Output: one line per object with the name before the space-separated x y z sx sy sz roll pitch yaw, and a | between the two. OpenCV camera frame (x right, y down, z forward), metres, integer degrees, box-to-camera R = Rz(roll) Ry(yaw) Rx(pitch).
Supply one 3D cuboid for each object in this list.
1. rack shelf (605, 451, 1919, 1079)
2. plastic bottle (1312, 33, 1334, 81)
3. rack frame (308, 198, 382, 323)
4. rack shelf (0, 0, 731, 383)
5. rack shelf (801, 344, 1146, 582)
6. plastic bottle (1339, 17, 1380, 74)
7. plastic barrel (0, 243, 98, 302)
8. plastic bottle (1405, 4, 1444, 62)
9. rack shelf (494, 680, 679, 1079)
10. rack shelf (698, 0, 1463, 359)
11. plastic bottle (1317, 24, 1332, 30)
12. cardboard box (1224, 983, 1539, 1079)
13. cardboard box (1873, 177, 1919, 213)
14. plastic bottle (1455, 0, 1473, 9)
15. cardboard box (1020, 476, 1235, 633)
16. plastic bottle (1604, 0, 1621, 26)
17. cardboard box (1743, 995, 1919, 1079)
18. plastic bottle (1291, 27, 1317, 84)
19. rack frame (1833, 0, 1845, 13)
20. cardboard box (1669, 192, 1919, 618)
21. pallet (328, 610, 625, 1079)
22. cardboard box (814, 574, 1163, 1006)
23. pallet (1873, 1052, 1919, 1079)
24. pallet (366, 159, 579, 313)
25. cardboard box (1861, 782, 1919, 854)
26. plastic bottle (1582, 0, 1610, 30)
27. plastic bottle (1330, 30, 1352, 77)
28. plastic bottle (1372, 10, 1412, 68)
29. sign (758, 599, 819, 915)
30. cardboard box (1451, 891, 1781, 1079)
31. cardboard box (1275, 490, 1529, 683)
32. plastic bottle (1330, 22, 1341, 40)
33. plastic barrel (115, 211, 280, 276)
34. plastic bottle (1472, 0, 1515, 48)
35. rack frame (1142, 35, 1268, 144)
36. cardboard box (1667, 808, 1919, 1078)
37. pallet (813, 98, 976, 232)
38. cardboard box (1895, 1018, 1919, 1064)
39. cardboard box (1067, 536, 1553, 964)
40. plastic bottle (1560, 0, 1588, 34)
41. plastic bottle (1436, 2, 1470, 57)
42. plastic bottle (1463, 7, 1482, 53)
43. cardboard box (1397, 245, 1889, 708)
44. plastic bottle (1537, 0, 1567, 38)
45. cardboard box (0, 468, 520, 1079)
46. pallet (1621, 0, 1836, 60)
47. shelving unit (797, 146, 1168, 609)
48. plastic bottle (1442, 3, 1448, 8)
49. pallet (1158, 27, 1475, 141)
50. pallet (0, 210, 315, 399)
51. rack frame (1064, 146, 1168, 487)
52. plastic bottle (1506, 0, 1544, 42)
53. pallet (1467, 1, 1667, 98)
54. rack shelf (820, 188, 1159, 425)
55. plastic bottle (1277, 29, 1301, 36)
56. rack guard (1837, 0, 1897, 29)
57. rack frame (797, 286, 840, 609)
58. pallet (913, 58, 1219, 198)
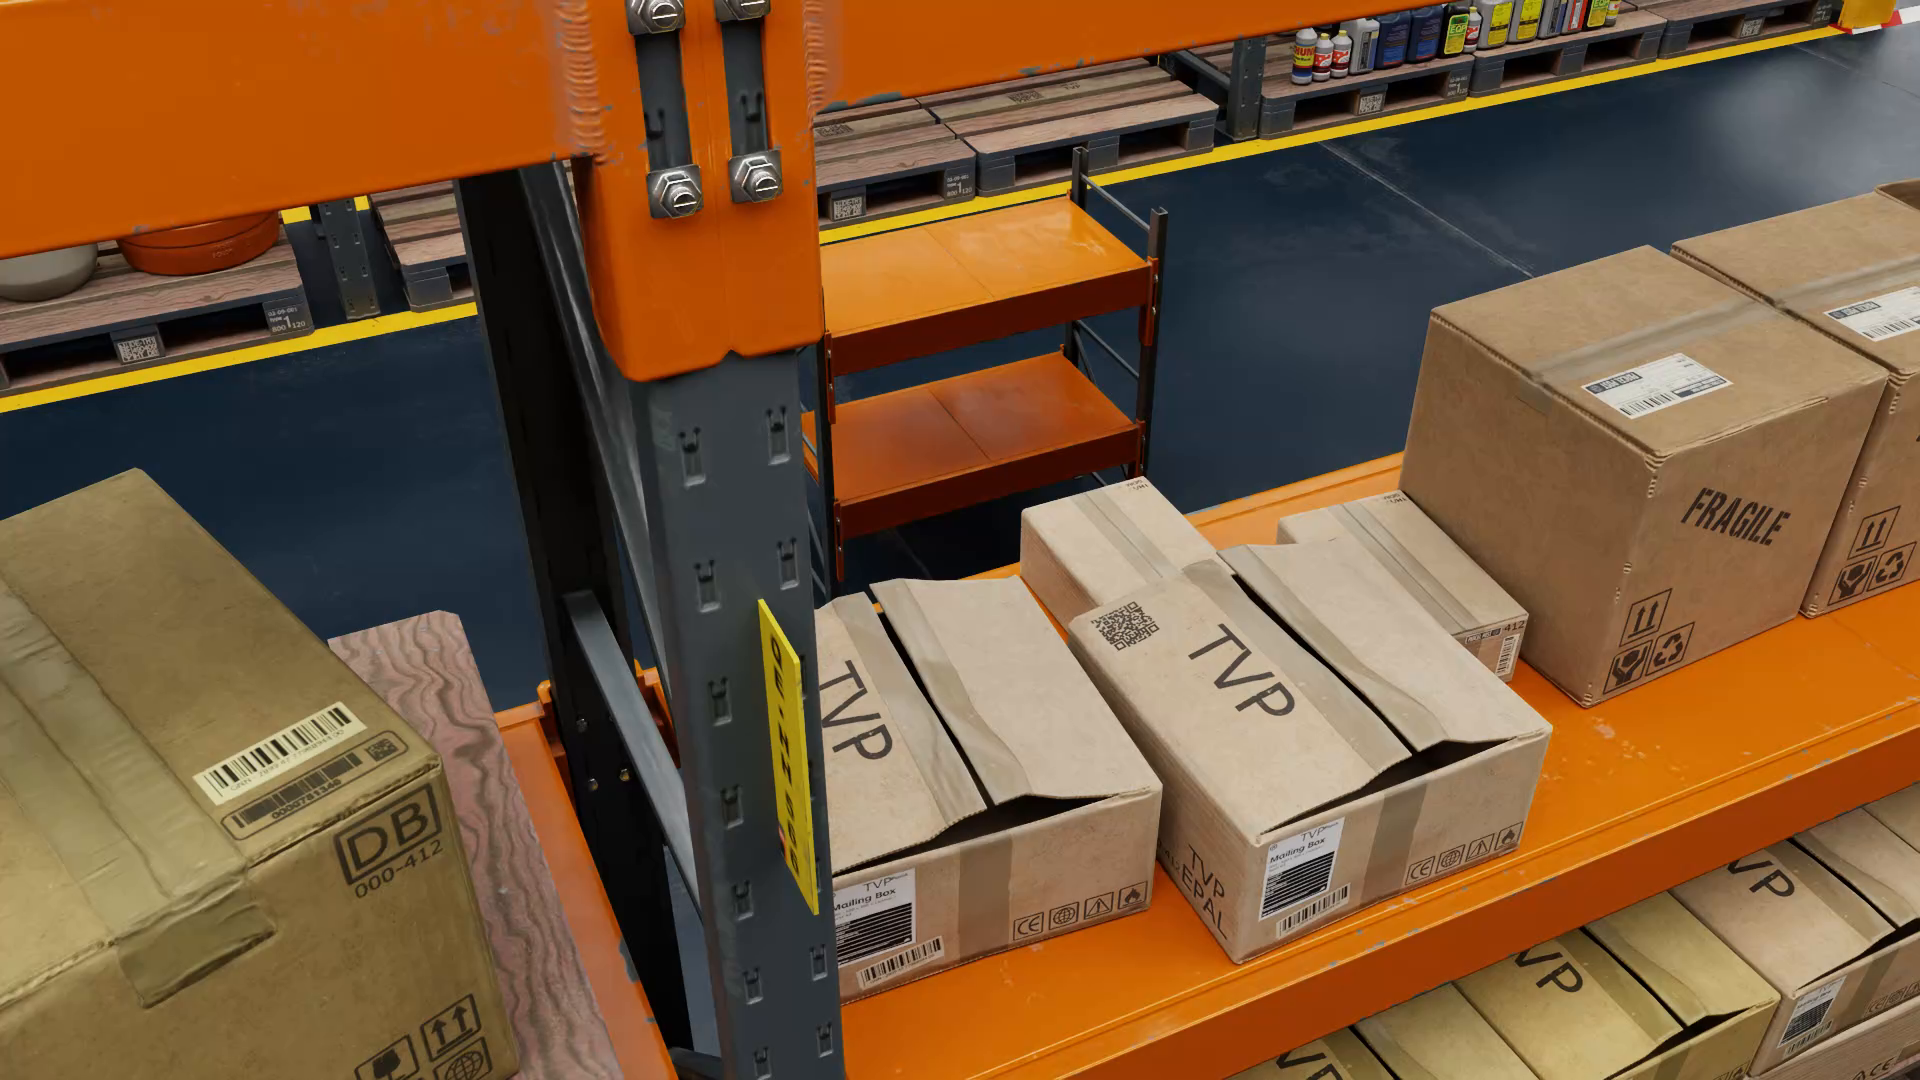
rack shelf | 1.412 0.133 3.157 4.000 0.370 1.077 -16 39 -20
plastic bottle | 1.688 -2.258 7.756 0.097 0.201 0.097 0 37 0
rack frame | -2.500 -2.322 5.863 0.127 3.000 1.000 -16 39 -20
rack shelf | -2.209 -0.060 0.899 4.000 0.370 1.077 -16 39 -20
rack shelf | -0.006 -0.254 5.058 1.000 0.278 0.538 -16 39 -20
plastic bottle | 1.877 -2.358 7.829 0.135 0.276 0.152 -14 39 -18
plastic barrel | -3.409 -1.168 6.042 0.421 0.512 0.421 0 37 0
plastic bottle | 2.199 -2.476 7.925 0.185 0.351 0.144 -17 40 -22
rack shelf | -2.209 1.145 1.792 4.000 0.370 1.077 -16 39 -20
rack shelf | 1.412 -1.072 2.264 4.000 0.370 1.077 -16 39 -20
plastic bottle | 1.841 -2.711 8.304 0.135 0.276 0.152 -16 39 -20
cardboard box | 0.672 0.949 2.938 0.500 0.311 0.500 -17 40 -21
cardboard box | 2.043 -0.384 3.166 0.500 0.500 0.500 -13 38 -17
plastic bottle | 2.498 -2.627 8.191 0.135 0.276 0.152 -16 39 -20
cardboard box | 0.298 0.074 2.843 0.250 0.149 0.380 -16 39 -20
plastic bottle | 3.266 -2.699 8.350 0.097 0.201 0.097 0 37 0
cardboard box | 1.587 0.919 3.448 0.500 0.250 0.500 -15 39 -19
plastic bottle | 1.596 -2.260 7.700 0.097 0.271 0.097 0 37 0
rack frame | 4.742 -4.347 8.593 0.127 3.000 1.000 -16 39 -20
cardboard box | 1.590 -0.257 2.995 0.500 0.500 0.500 -16 39 -20
pallet | -0.983 0.636 2.035 1.003 0.211 1.213 -16 39 -20
cardboard box | -0.051 0.317 2.379 0.500 0.311 0.500 -13 39 -17
pallet | 1.466 0.976 3.757 1.213 0.211 1.003 -16 39 -20
pallet | -1.782 -1.378 6.930 1.213 0.211 1.003 -16 39 -20
cardboard box | 2.056 0.565 3.455 0.500 0.311 0.500 -16 39 -20
plastic bottle | 3.168 -2.692 8.273 0.133 0.283 0.061 -15 39 -19
plastic bottle | 1.780 -2.283 7.790 0.097 0.201 0.097 0 37 0
plastic bottle | 2.028 -2.428 7.860 0.185 0.351 0.144 -15 39 -19
sign | -0.160 0.207 1.548 0.005 0.325 0.100 -16 39 -20
cardboard box | 1.135 0.821 3.110 0.500 0.311 0.500 -17 40 -21
cardboard box | 0.732 0.098 2.811 0.250 0.149 0.380 -13 38 -17
plastic bottle | 1.831 -2.419 7.904 0.133 0.283 0.061 -16 39 -20
plastic barrel | -2.936 -1.486 6.205 0.708 0.830 0.600 -16 39 -20
plastic bottle | 2.584 -2.584 8.070 0.185 0.351 0.144 -16 39 -20
rack frame | 1.121 -3.335 7.228 0.127 3.000 1.000 -16 39 -20
cardboard box | 1.600 0.690 3.286 0.500 0.311 0.500 -16 39 -21
pallet | -0.679 -1.684 7.343 1.213 0.211 1.003 -16 39 -20
cardboard box | 2.048 0.791 3.621 0.500 0.250 0.500 -15 39 -19
cardboard box | 0.493 0.264 2.451 0.500 0.311 0.500 -16 39 -20
plastic bottle | 3.026 -2.680 8.262 0.135 0.276 0.152 -15 39 -20
plastic bottle | 2.366 -2.468 7.971 0.133 0.283 0.061 -14 39 -18
plastic bottle | 2.465 -2.475 8.049 0.097 0.201 0.097 0 37 0
cardboard box | 1.113 -0.124 2.815 0.500 0.500 0.500 -18 40 -22
plastic bottle | 2.900 -2.645 8.215 0.135 0.276 0.152 -17 40 -21
cardboard box | -0.921 0.361 1.809 0.500 0.500 0.700 -30 46 -34
pallet | 3.955 -2.980 9.091 1.213 0.211 1.003 -16 39 -20
shelving unit | -0.006 -0.450 4.913 1.048 1.125 0.538 -16 39 -20
plastic bottle | 2.316 -2.501 8.026 0.097 0.271 0.097 0 37 0
pallet | 1.747 -2.362 8.258 1.213 0.211 1.003 -16 39 -20
pallet | -3.196 -0.980 6.395 1.213 0.211 1.003 -16 39 -20
rack frame | 0.454 -0.579 5.086 0.032 1.125 0.500 -16 39 -20
plastic bottle | 2.752 -2.631 8.133 0.185 0.351 0.144 -14 39 -18
pallet | 2.853 -2.674 8.677 1.213 0.211 1.003 -16 39 -20
rack shelf | -0.006 -0.685 4.738 1.000 0.278 0.538 -16 39 -20
plastic bottle | 1.643 -2.688 8.211 0.185 0.351 0.144 -16 39 -20
rack guard | 4.693 -3.299 9.278 0.348 0.500 1.175 -16 39 -20
rack frame | -0.466 -0.321 4.739 0.032 1.125 0.500 -16 39 -20
pallet | 0.426 -1.995 7.763 1.213 0.211 1.003 -16 39 -20
